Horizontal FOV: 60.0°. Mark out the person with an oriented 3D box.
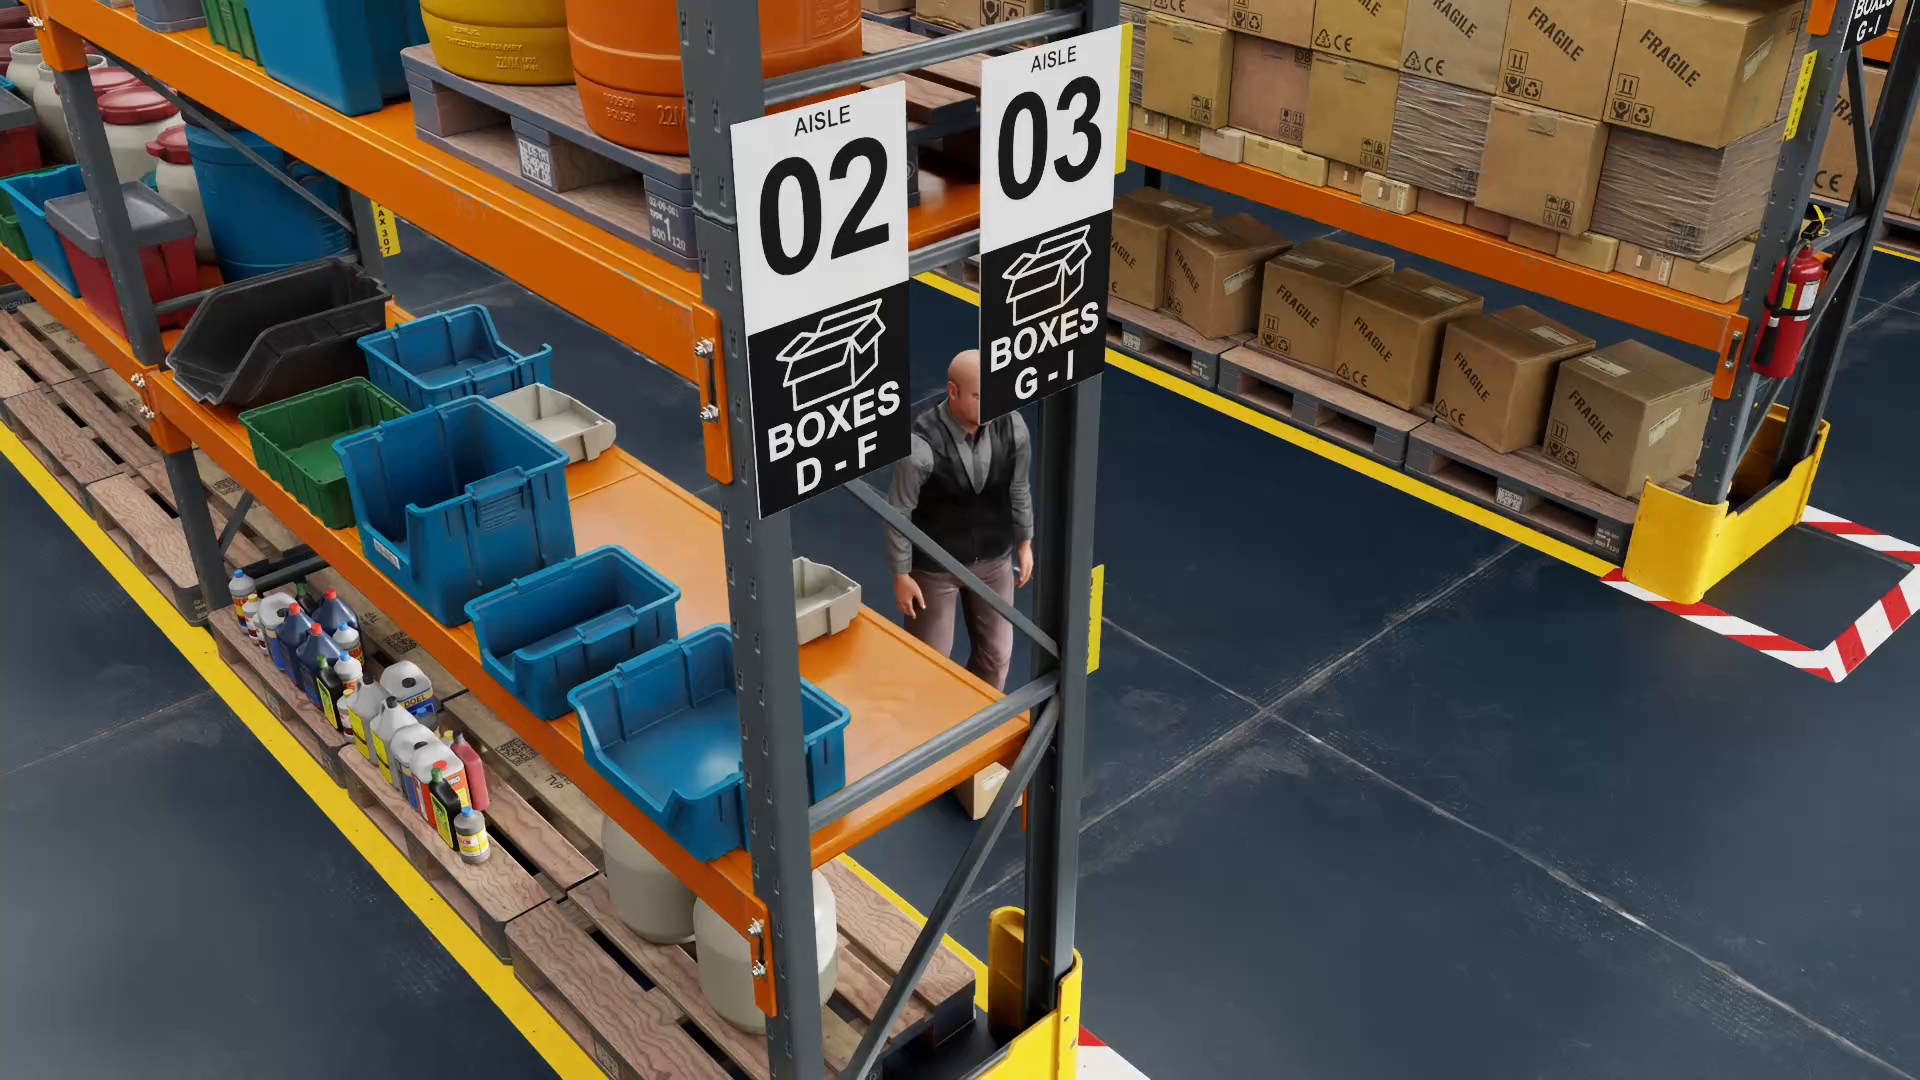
[{"bbox_3d":[0.007,0.091,6.009,0.594,1.721,0.470,-15,35,-23],"label":"person"}]
